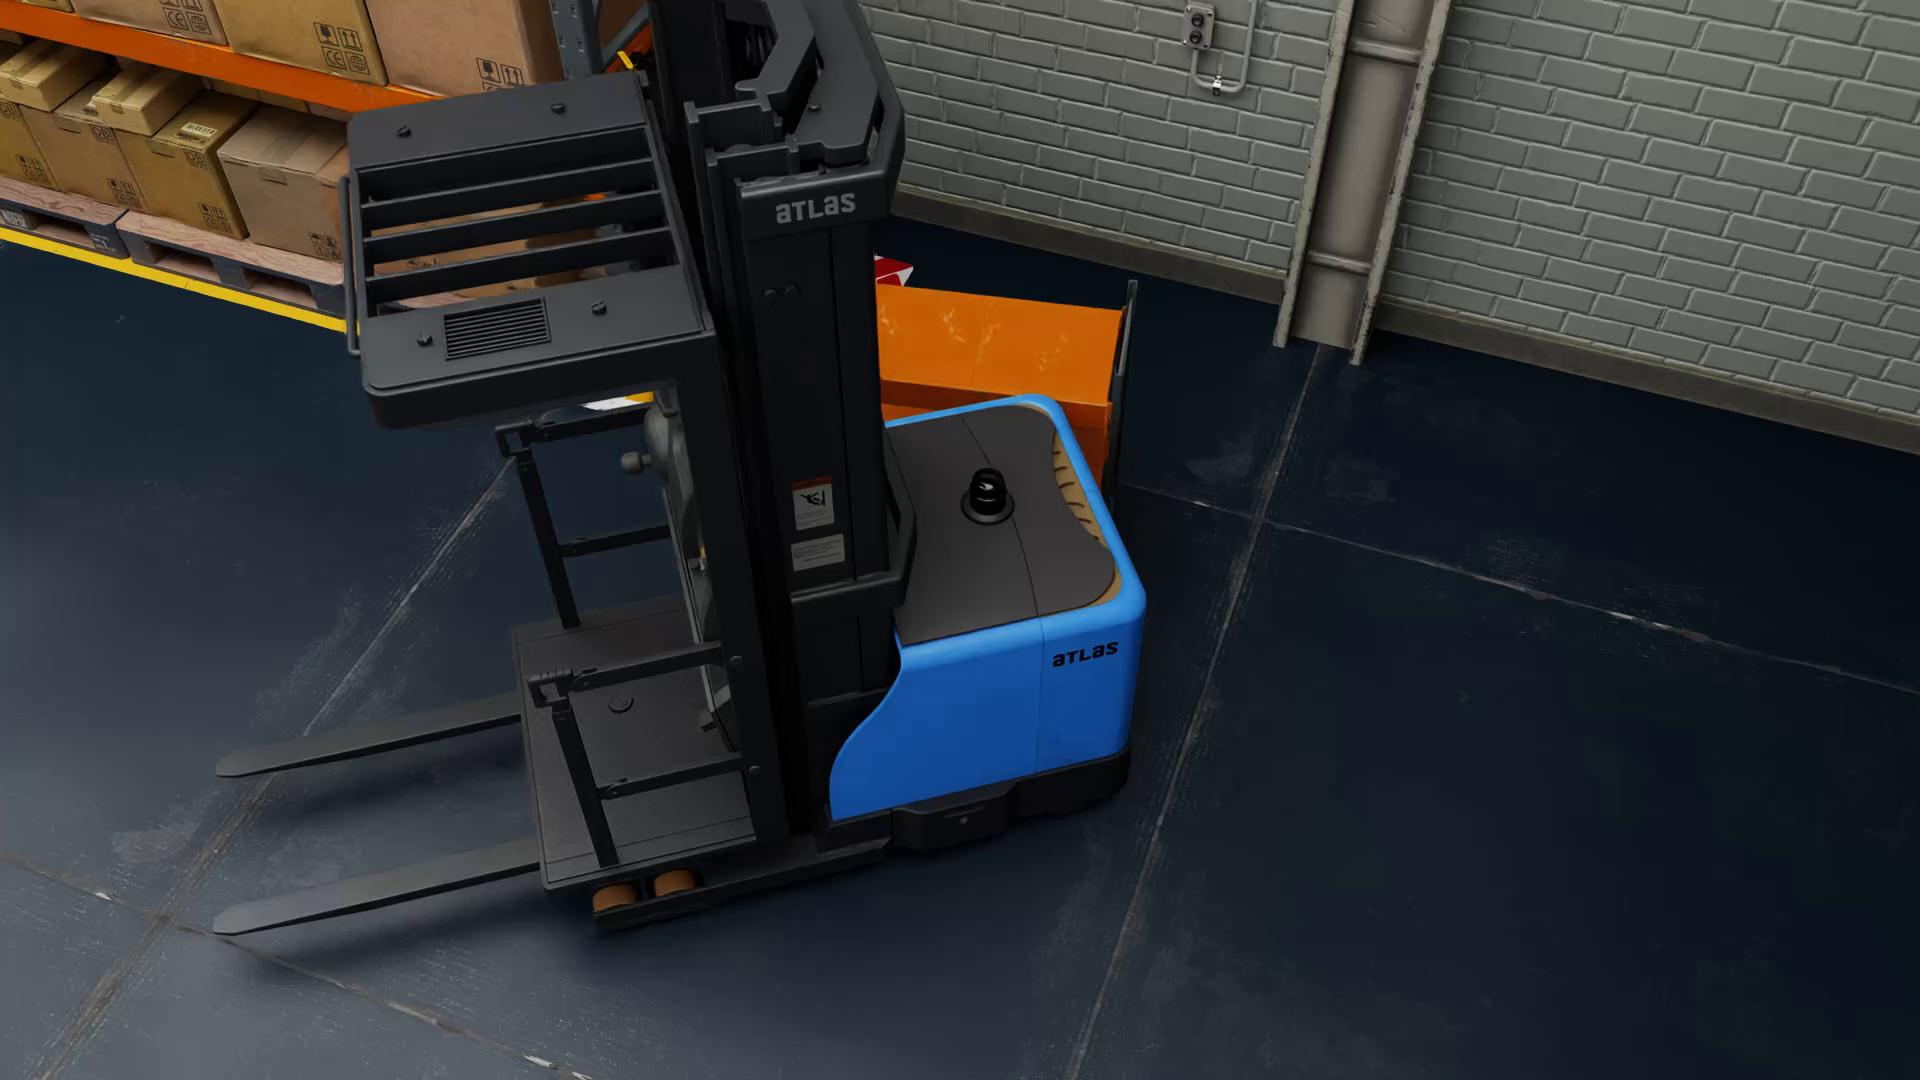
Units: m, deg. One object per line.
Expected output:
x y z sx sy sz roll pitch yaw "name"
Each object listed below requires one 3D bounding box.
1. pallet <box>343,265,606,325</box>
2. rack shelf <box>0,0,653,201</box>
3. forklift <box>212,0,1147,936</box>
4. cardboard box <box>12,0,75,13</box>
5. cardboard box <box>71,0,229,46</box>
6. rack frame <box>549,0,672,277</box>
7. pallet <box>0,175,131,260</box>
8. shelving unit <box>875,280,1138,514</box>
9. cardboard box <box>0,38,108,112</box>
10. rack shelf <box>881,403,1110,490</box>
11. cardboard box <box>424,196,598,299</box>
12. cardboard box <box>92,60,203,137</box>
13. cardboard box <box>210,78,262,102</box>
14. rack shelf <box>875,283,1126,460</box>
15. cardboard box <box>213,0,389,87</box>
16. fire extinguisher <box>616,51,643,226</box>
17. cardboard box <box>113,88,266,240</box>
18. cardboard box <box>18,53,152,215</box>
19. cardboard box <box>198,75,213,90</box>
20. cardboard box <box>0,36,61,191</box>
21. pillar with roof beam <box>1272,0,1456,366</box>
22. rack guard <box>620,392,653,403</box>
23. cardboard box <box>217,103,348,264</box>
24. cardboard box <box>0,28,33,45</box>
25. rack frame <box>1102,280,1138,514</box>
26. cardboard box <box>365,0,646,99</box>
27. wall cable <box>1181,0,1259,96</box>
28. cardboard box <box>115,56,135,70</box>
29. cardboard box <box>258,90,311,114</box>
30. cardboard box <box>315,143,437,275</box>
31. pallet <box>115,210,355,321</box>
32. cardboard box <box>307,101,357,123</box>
-1.987 -1.238 7.550 1.213 0.211 1.003 16 51 13 "pallet"
-3.086 -2.286 7.089 4.000 0.370 1.077 16 51 13 "rack shelf"
-0.988 -0.121 4.782 3.031 2.935 1.130 -12 50 -10 "forklift"
-3.776 -2.795 6.855 0.700 0.700 0.980 14 51 12 "cardboard box"
-3.090 -2.611 6.696 0.700 0.700 0.980 13 50 11 "cardboard box"
-1.210 -1.998 6.363 0.127 3.000 1.000 16 51 13 "rack frame"
-4.276 -1.877 8.104 1.213 0.211 1.003 16 51 13 "pallet"
0.077 -0.438 6.252 1.048 1.125 0.538 7 49 6 "shelving unit"
-4.038 -2.089 7.389 0.250 0.149 0.380 17 51 14 "cardboard box"
0.077 -0.278 6.437 1.000 0.278 0.538 7 49 6 "rack shelf"
-1.901 -1.429 7.246 0.500 0.500 0.700 16 51 13 "cardboard box"
-3.548 -1.952 7.271 0.250 0.149 0.380 14 51 12 "cardboard box"
-3.142 -2.148 7.440 0.250 0.149 0.380 15 51 12 "cardboard box"
0.077 -0.630 6.031 1.000 0.278 0.538 7 49 6 "rack shelf"
-2.378 -2.405 6.518 0.700 0.700 0.980 15 51 13 "cardboard box"
-1.228 -1.484 6.215 0.183 0.674 0.296 16 51 13 "fire extinguisher"
-3.345 -1.826 7.590 0.500 0.500 0.700 17 51 14 "cardboard box"
-3.826 -1.962 7.708 0.500 0.500 0.700 15 51 13 "cardboard box"
-3.384 -2.215 7.498 0.250 0.149 0.380 16 51 14 "cardboard box"
-4.296 -2.096 7.824 0.500 0.500 0.700 16 51 14 "cardboard box"
0.131 -0.817 1.370 0.400 9.000 9.100 16 51 13 "pillar with roof beam"
-1.187 -1.173 7.302 0.348 0.500 1.175 16 51 13 "rack guard"
-2.843 -1.691 7.474 0.500 0.500 0.700 14 51 12 "cardboard box"
-4.363 -2.487 7.734 0.250 0.149 0.380 15 51 13 "cardboard box"
0.578 -0.373 6.196 0.032 1.125 0.500 7 49 6 "rack frame"
-1.692 -2.222 6.359 0.700 0.700 0.980 18 51 15 "cardboard box"
0.319 -2.666 6.270 1.851 1.984 0.084 16 51 13 "wall cable"
-3.621 -2.282 7.556 0.250 0.149 0.380 14 51 12 "cardboard box"
-2.905 -2.081 7.382 0.250 0.149 0.380 16 51 13 "cardboard box"
-2.371 -1.560 7.360 0.500 0.500 0.700 15 51 13 "cardboard box"
-3.128 -1.559 7.828 1.213 0.211 1.003 16 51 13 "pallet"
-2.664 -2.015 7.325 0.250 0.149 0.380 16 51 14 "cardboard box"
